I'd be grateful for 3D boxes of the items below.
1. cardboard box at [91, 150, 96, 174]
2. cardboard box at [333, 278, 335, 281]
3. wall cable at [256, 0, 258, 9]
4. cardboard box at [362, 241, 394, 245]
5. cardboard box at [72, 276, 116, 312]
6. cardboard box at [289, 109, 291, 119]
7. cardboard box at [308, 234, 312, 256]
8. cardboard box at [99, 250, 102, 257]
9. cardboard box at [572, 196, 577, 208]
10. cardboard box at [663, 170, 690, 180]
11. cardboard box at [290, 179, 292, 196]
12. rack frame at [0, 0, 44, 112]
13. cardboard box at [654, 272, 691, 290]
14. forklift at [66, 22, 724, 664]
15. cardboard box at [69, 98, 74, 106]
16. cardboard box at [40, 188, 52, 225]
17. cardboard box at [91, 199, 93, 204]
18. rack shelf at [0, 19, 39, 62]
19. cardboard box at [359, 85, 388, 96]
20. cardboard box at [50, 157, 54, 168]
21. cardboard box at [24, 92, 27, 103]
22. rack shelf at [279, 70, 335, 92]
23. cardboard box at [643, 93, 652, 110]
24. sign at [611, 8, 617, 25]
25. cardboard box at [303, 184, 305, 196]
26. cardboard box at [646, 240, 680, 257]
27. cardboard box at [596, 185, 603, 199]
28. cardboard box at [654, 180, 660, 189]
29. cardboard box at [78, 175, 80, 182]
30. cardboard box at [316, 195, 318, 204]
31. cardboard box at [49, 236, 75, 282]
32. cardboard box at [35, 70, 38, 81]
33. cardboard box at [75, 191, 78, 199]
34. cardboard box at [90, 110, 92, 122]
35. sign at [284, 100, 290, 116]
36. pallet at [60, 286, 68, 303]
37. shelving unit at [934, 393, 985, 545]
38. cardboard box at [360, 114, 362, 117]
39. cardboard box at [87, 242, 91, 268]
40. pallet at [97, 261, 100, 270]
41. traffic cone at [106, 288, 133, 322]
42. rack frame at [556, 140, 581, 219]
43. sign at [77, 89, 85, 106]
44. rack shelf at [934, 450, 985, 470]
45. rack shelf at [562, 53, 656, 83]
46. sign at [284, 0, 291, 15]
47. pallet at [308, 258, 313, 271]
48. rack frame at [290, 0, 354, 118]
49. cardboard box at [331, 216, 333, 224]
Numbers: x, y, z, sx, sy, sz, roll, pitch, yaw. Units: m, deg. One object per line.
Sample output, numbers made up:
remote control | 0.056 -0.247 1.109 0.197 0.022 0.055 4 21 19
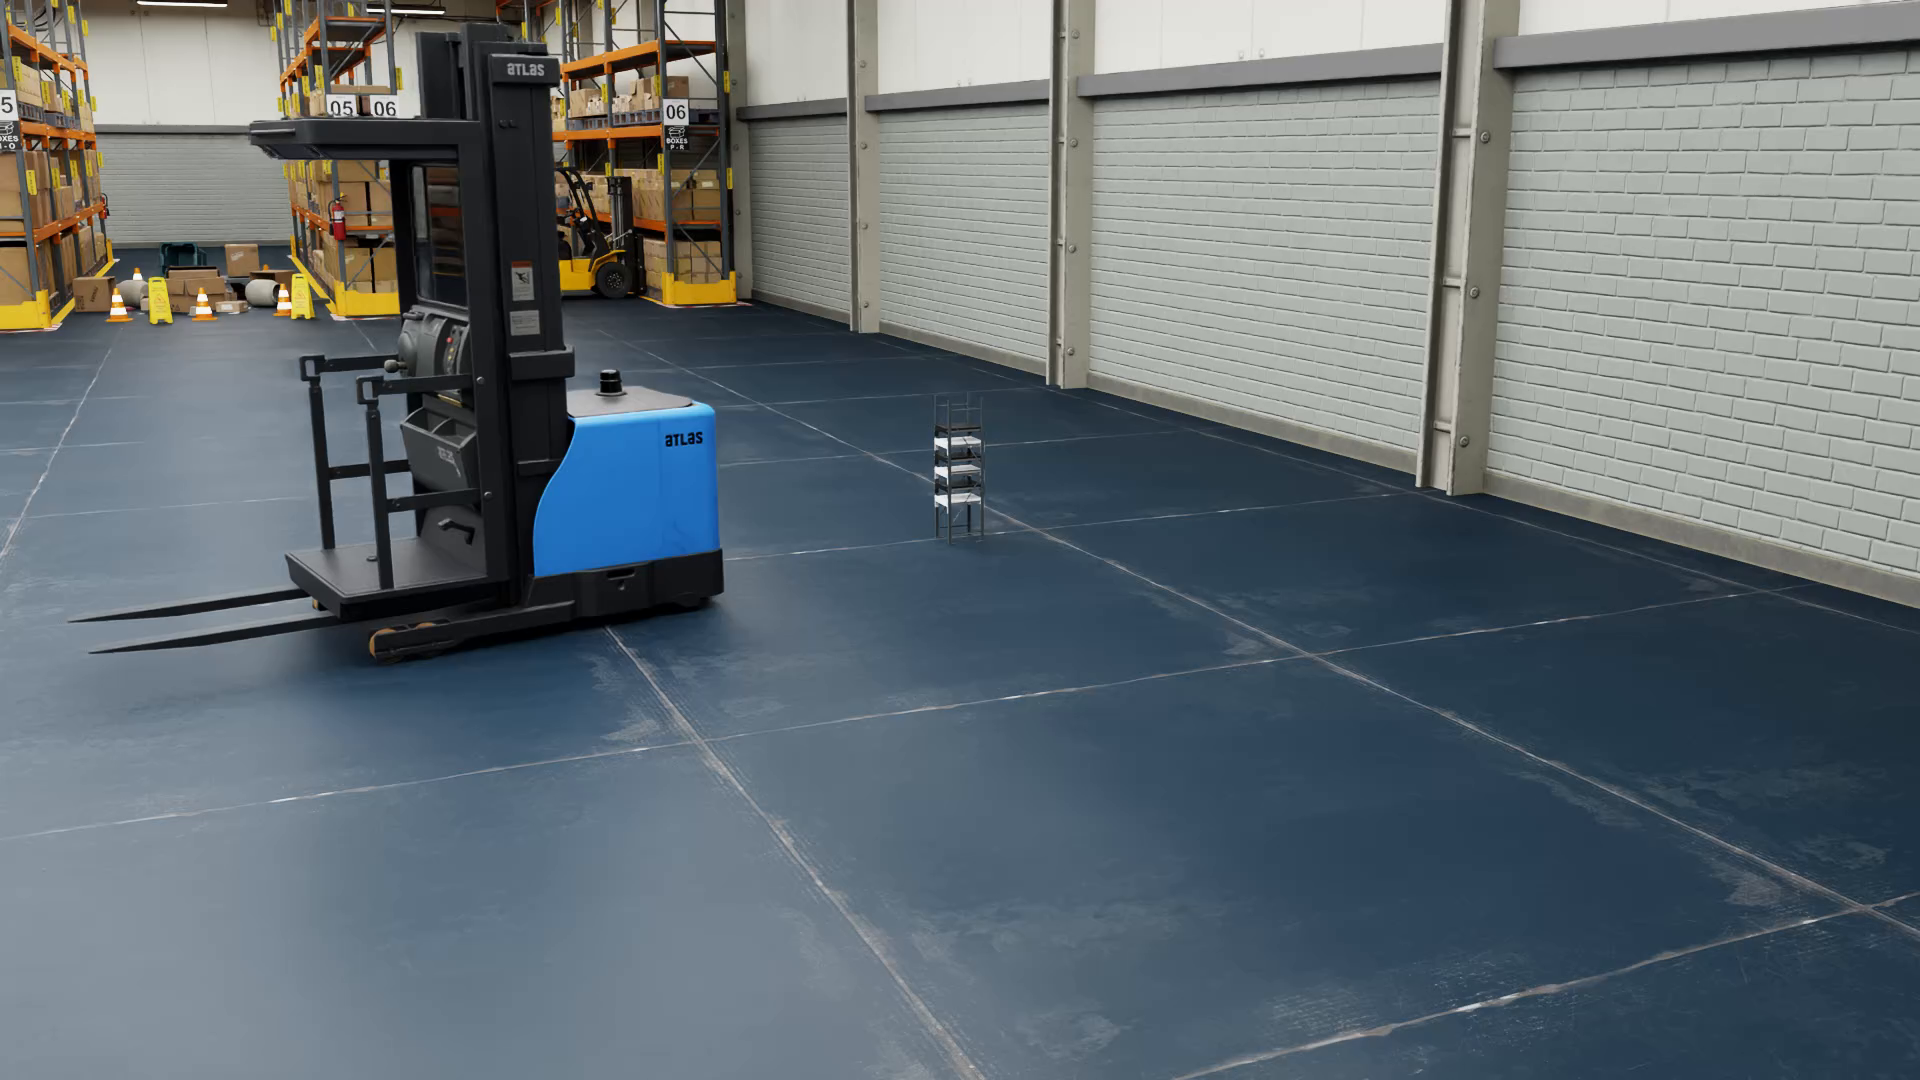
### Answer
cardboard box | -18.854 -8.108 35.650 0.500 0.500 0.500 -5 14 -20
cardboard box | -9.551 -3.988 26.116 0.500 0.250 0.500 -6 14 -23
wall cable | -19.143 -15.033 42.063 2.355 3.000 0.029 -6 14 -23
cardboard box | -9.489 -4.621 27.189 0.500 0.500 0.500 -5 14 -20
cardboard box | -13.316 -3.787 25.617 0.500 0.500 0.500 -3 13 -13
cardboard box | -13.707 -8.818 34.530 0.396 0.266 0.258 -6 14 -23
cardboard box | -13.740 -6.448 36.327 0.875 0.438 0.875 -6 14 -24
cardboard box | -18.698 -6.175 35.788 0.380 0.149 0.250 -5 14 -22
cardboard box | -7.485 -6.788 33.379 0.500 0.250 0.500 -6 14 -23
cardboard box | -4.570 -5.887 26.832 0.380 0.149 0.250 -6 14 -23
cardboard box | -15.032 -8.000 38.062 0.500 0.500 0.500 -6 14 -24
rack frame | -14.878 -8.154 25.644 1.000 3.000 0.127 -6 14 -23
cardboard box | -4.711 -4.255 27.271 0.500 0.250 0.500 -6 14 -23
forklift | -2.758 -0.978 8.093 3.031 2.935 1.130 -9 16 -34
cardboard box | -17.977 -8.792 33.393 0.380 0.149 0.250 -6 14 -24
cardboard box | -14.478 -5.118 25.497 0.875 0.550 0.550 -6 14 -23
cardboard box | -18.367 -7.061 34.785 0.380 0.149 0.250 -5 14 -22
rack shelf | -14.077 -7.195 23.985 1.077 0.370 4.000 -6 14 -23
cardboard box | -8.736 -6.692 24.769 0.380 0.149 0.250 -6 14 -23
cardboard box | -15.898 -6.290 28.454 0.700 0.500 0.500 -6 14 -24
cardboard box | -13.424 -6.254 23.489 0.380 0.149 0.250 -6 14 -23
rack shelf | -14.388 -10.143 36.719 1.077 0.370 4.000 -6 14 -23
cardboard box | -4.946 -7.167 27.178 0.396 0.266 0.258 -6 14 -23
sign | -6.931 -10.481 33.274 0.100 0.325 0.005 -6 14 -23
cardboard box | -12.621 -6.879 32.663 0.500 0.250 0.500 -6 14 -24
cardboard box | -4.914 -4.846 27.605 0.500 0.250 0.500 -5 14 -22
cardboard box | -6.480 -6.503 31.038 0.500 0.250 0.500 -6 14 -24
cardboard box | -4.759 -5.783 27.044 0.380 0.149 0.250 -5 14 -22
cardboard box | -17.743 -7.191 33.093 0.380 0.149 0.250 -5 14 -20
cardboard box | -11.067 -5.969 29.133 0.380 0.149 0.250 -6 14 -24
cardboard box | -15.965 -4.852 28.739 1.050 0.750 0.750 -5 14 -22
cardboard box | -14.338 -7.113 25.434 0.380 0.149 0.250 -6 14 -23
cardboard box | -17.217 -6.633 32.004 0.380 0.149 0.250 -5 14 -21
cardboard box | -19.267 -9.270 36.343 0.500 0.250 0.500 -6 14 -25
sign | -14.095 -9.053 34.860 0.100 0.325 0.005 -6 14 -23
pallet | -15.256 -4.025 27.294 1.003 0.211 1.213 -6 14 -23
shelving unit | -0.003 -0.440 10.276 0.258 0.900 0.210 -6 14 -23
cardboard box | -8.999 -6.463 25.545 0.380 0.149 0.250 -6 14 -23
cardboard box | -17.148 -5.528 32.216 0.500 0.500 0.500 -6 14 -24
pallet | -18.384 -5.661 34.362 1.003 0.211 1.213 -6 14 -23
traffic cone | -12.187 -3.407 24.064 0.336 0.463 0.334 -6 14 -23
rack frame | -9.041 -7.801 37.424 1.000 3.000 0.127 -6 14 -23
sign | -17.575 -8.840 33.240 0.100 0.325 0.005 -6 14 -23
rack shelf | -0.003 -0.495 10.263 0.258 0.077 0.200 -6 14 -23
rack shelf | -6.637 -8.939 31.518 1.077 0.370 4.000 -6 14 -23
sign | -12.492 -9.930 30.893 0.100 0.325 0.005 -6 14 -23
pallet | -13.209 -5.841 35.139 1.003 0.211 1.213 -6 14 -23
rack frame | -11.985 -9.448 31.236 1.000 3.000 0.127 -6 14 -23
cardboard box | -9.329 -4.851 25.233 0.380 0.149 0.250 -6 14 -24
